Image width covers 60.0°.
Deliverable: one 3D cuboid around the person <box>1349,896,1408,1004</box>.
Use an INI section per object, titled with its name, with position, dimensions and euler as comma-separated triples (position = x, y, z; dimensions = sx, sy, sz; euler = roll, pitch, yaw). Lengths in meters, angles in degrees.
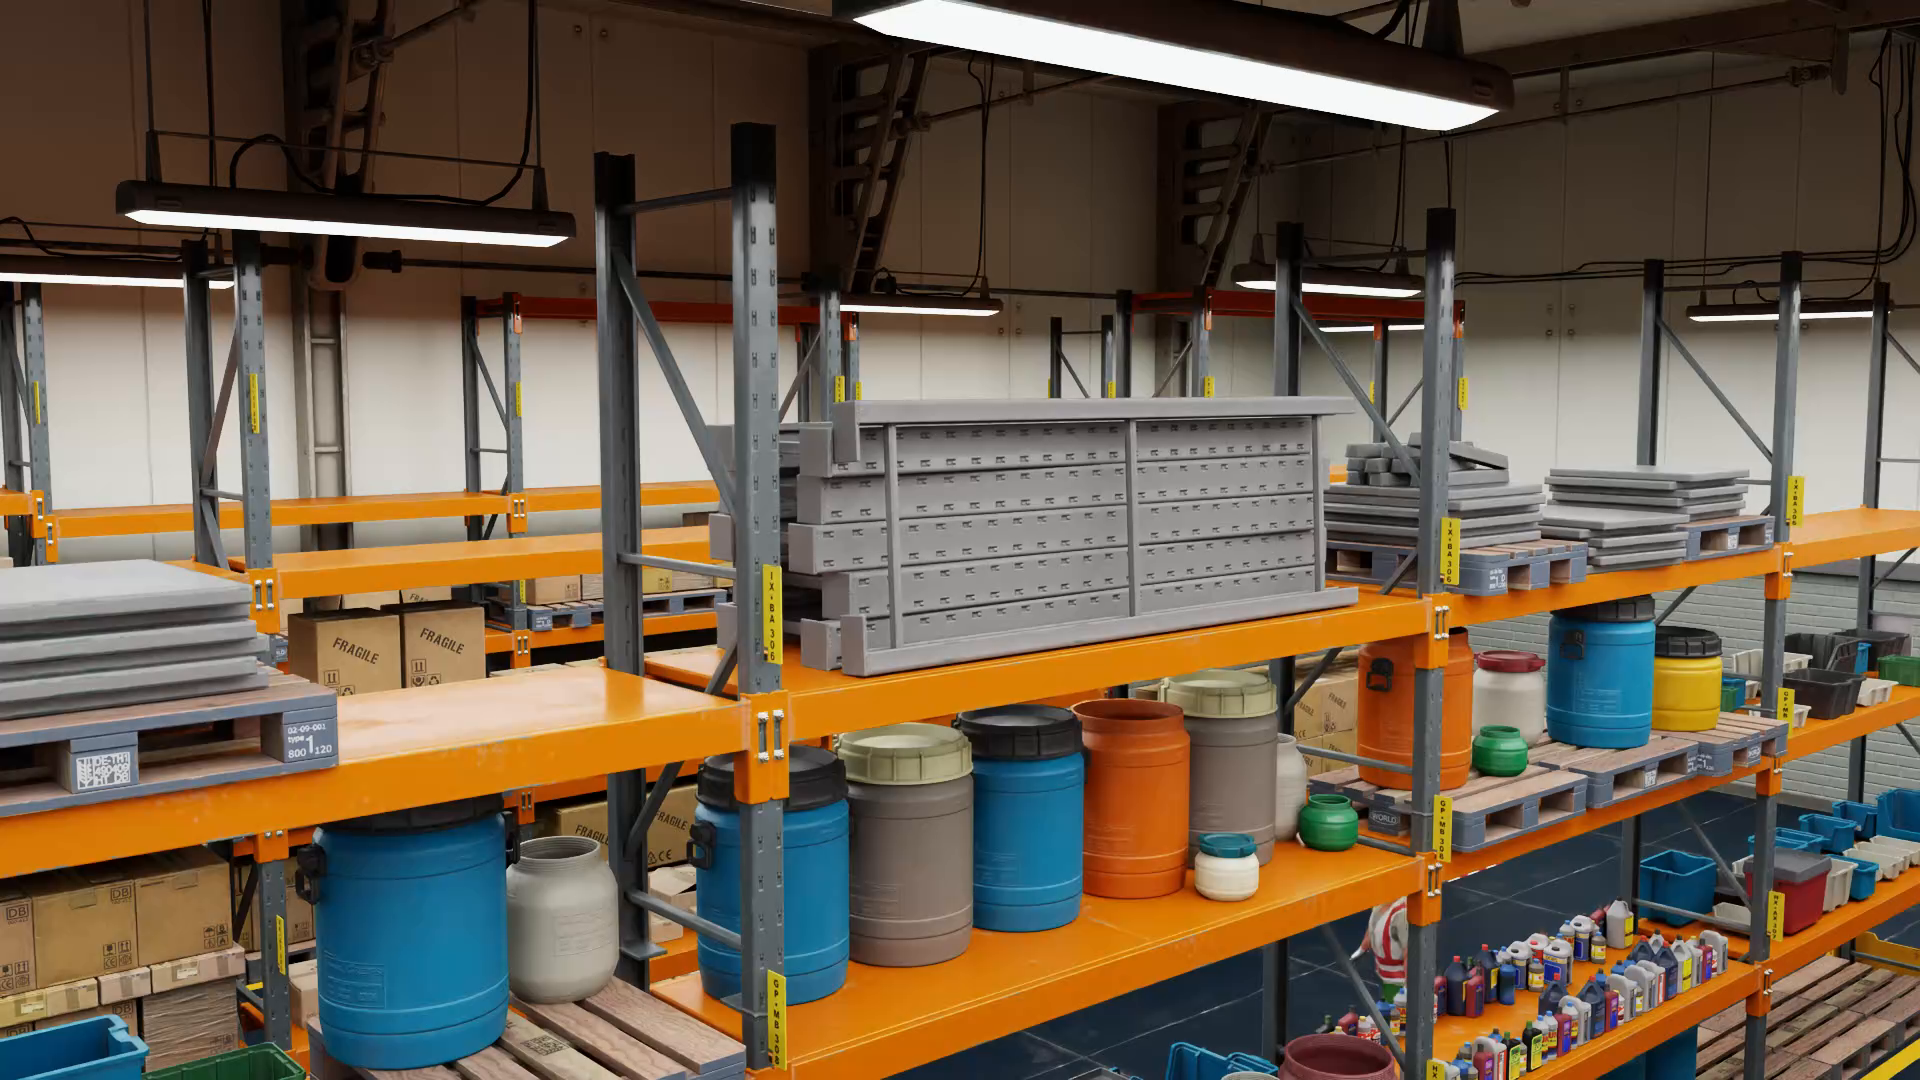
[person]
position = 3.085, 3.160, 12.007
dimensions = 0.766, 1.777, 0.735
euler = -1, 5, -6
